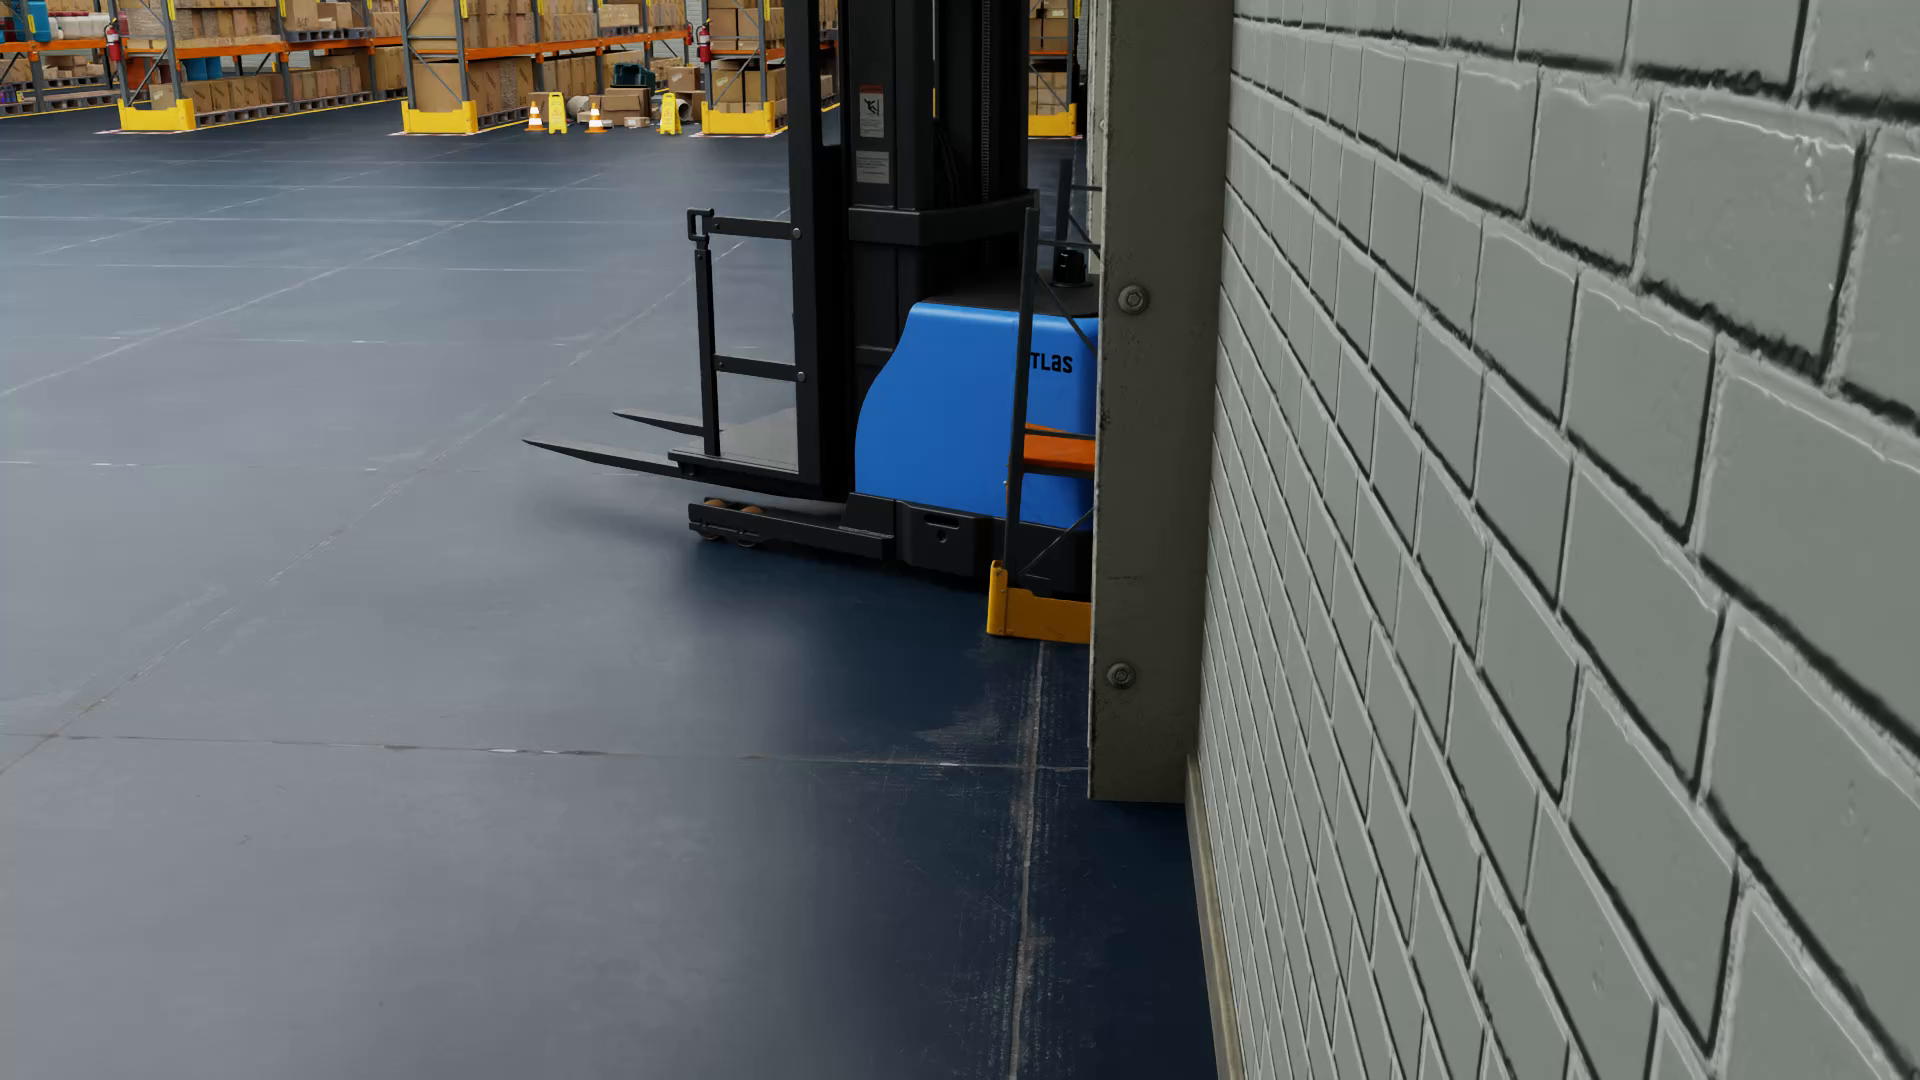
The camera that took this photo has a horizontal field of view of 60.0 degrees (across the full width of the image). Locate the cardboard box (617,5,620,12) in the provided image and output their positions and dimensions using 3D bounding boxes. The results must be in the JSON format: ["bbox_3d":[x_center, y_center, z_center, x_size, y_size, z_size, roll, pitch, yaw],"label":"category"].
[{"bbox_3d":[-7.681,-11.670,36.495,0.380,0.149,0.250,1,18,3],"label":"cardboard box"}]

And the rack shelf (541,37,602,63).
[{"bbox_3d":[-8.165,-9.720,32.924,1.077,0.370,4.000,1,18,4],"label":"rack shelf"}]

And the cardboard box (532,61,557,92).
[{"bbox_3d":[-8.353,-8.766,31.795,1.050,0.750,0.750,1,18,4],"label":"cardboard box"}]

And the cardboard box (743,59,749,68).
[{"bbox_3d":[-3.852,-8.206,28.646,0.380,0.149,0.250,2,18,6],"label":"cardboard box"}]

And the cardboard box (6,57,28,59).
[{"bbox_3d":[-22.797,-11.494,40.491,0.500,0.500,0.500,1,18,4],"label":"cardboard box"}]

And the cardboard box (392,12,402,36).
[{"bbox_3d":[-12.587,-11.336,36.542,0.500,0.500,0.500,1,18,3],"label":"cardboard box"}]

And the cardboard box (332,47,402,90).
[{"bbox_3d":[-12.891,-10.228,36.059,1.225,0.875,0.875,0,18,1],"label":"cardboard box"}]

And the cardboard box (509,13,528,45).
[{"bbox_3d":[-8.339,-9.225,30.019,0.875,0.550,0.550,1,18,4],"label":"cardboard box"}]

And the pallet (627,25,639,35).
[{"bbox_3d":[-7.934,-11.600,37.814,1.003,0.211,1.213,1,18,4],"label":"pallet"}]

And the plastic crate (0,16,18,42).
[{"bbox_3d":[-18.459,-9.881,32.157,0.402,0.464,0.583,1,18,4],"label":"plastic crate"}]

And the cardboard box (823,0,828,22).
[{"bbox_3d":[-2.893,-10.527,32.920,0.500,0.500,0.500,0,18,0],"label":"cardboard box"}]

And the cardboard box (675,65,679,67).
[{"bbox_3d":[-7.236,-11.822,41.610,0.380,0.149,0.250,1,18,2],"label":"cardboard box"}]

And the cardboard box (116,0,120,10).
[{"bbox_3d":[-22.026,-13.910,42.790,0.500,0.500,0.500,1,18,3],"label":"cardboard box"}]

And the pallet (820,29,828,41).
[{"bbox_3d":[-3.178,-9.897,32.617,1.003,0.211,1.213,1,18,4],"label":"pallet"}]

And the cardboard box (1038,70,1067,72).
[{"bbox_3d":[1.556,-7.678,27.672,0.500,0.250,0.500,1,18,4],"label":"cardboard box"}]

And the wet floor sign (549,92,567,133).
[{"bbox_3d":[-6.622,-7.026,27.329,0.267,0.644,0.232,-2,18,-6],"label":"wet floor sign"}]

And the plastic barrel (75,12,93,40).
[{"bbox_3d":[-17.817,-10.412,33.663,0.433,0.535,0.433,0,18,0],"label":"plastic barrel"}]

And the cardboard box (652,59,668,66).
[{"bbox_3d":[-7.375,-11.722,40.827,0.380,0.149,0.250,1,18,2],"label":"cardboard box"}]

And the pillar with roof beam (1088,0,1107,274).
[{"bbox_3d":[-3.335,-5.562,9.445,9.100,9.000,0.400,1,18,4],"label":"pillar with roof beam"}]

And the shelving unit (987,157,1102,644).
[{"bbox_3d":[0.507,-0.530,6.034,0.587,1.500,1.083,6,23,8],"label":"shelving unit"}]

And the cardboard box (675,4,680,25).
[{"bbox_3d":[-7.265,-13.051,41.297,0.500,0.500,0.500,1,18,3],"label":"cardboard box"}]

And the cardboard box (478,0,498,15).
[{"bbox_3d":[-8.406,-9.241,28.331,0.875,0.550,0.550,1,18,4],"label":"cardboard box"}]

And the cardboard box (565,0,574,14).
[{"bbox_3d":[-8.133,-10.750,33.145,0.700,0.500,0.500,1,18,3],"label":"cardboard box"}]

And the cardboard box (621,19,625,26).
[{"bbox_3d":[-7.656,-11.473,36.848,0.380,0.149,0.250,2,18,6],"label":"cardboard box"}]

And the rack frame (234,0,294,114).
[{"bbox_3d":[-13.248,-9.582,31.350,1.000,3.000,0.127,1,18,4],"label":"rack frame"}]

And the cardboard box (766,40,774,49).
[{"bbox_3d":[-3.316,-8.260,27.716,0.380,0.149,0.250,1,18,2],"label":"cardboard box"}]

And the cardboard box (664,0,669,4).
[{"bbox_3d":[-7.332,-13.200,40.147,0.500,0.500,0.500,1,18,2],"label":"cardboard box"}]

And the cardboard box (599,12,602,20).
[{"bbox_3d":[-7.786,-11.050,35.079,0.380,0.149,0.250,2,18,6],"label":"cardboard box"}]

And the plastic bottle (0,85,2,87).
[{"bbox_3d":[-18.091,-8.440,31.411,0.144,0.351,0.185,1,18,4],"label":"plastic bottle"}]

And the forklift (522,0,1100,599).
[{"bbox_3d":[-0.538,-1.492,6.769,3.031,2.935,1.130,10,21,29],"label":"forklift"}]

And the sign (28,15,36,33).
[{"bbox_3d":[-17.640,-9.809,31.596,0.100,0.325,0.005,1,18,4],"label":"sign"}]

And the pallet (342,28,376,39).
[{"bbox_3d":[-12.906,-10.510,34.488,1.213,0.211,1.003,1,18,4],"label":"pallet"}]

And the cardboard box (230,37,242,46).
[{"bbox_3d":[-13.092,-8.924,29.744,0.380,0.149,0.250,1,18,4],"label":"cardboard box"}]

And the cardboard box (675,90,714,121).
[{"bbox_3d":[-4.798,-7.872,30.140,0.500,0.500,0.500,17,25,41],"label":"cardboard box"}]

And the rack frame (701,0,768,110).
[{"bbox_3d":[-3.650,-8.119,26.883,1.000,3.000,0.127,1,18,4],"label":"rack frame"}]

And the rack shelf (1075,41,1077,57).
[{"bbox_3d":[1.731,-9.531,32.348,1.077,0.370,4.000,1,18,4],"label":"rack shelf"}]

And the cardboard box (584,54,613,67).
[{"bbox_3d":[-7.730,-10.259,35.552,0.500,0.250,0.500,0,18,1],"label":"cardboard box"}]

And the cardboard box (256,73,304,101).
[{"bbox_3d":[-13.183,-8.794,32.251,0.700,0.500,0.500,0,18,0],"label":"cardboard box"}]

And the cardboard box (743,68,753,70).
[{"bbox_3d":[-3.819,-7.785,28.401,0.500,0.500,0.500,2,18,6],"label":"cardboard box"}]

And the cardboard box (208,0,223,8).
[{"bbox_3d":[-13.146,-9.479,28.791,0.500,0.500,0.500,1,18,4],"label":"cardboard box"}]

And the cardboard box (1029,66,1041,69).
[{"bbox_3d":[1.169,-8.163,29.154,0.500,0.250,0.500,2,18,6],"label":"cardboard box"}]

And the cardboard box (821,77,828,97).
[{"bbox_3d":[-3.172,-9.150,33.575,0.950,0.372,0.625,1,18,3],"label":"cardboard box"}]

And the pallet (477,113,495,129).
[{"bbox_3d":[-8.616,-7.123,28.322,1.003,0.211,1.213,1,18,4],"label":"pallet"}]

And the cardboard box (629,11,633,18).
[{"bbox_3d":[-7.605,-11.860,37.551,0.380,0.149,0.250,2,18,6],"label":"cardboard box"}]

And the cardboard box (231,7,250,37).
[{"bbox_3d":[-13.348,-9.321,29.913,0.875,0.500,0.500,1,18,4],"label":"cardboard box"}]

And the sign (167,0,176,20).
[{"bbox_3d":[-12.994,-8.739,27.387,0.100,0.325,0.005,1,18,4],"label":"sign"}]

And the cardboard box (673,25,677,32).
[{"bbox_3d":[-7.243,-12.706,41.286,0.380,0.149,0.250,2,18,5],"label":"cardboard box"}]

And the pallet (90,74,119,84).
[{"bbox_3d":[-22.330,-11.935,43.009,1.003,0.211,1.213,1,18,4],"label":"pallet"}]

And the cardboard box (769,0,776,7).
[{"bbox_3d":[-3.670,-9.735,29.572,0.700,0.500,0.500,1,18,4],"label":"cardboard box"}]
